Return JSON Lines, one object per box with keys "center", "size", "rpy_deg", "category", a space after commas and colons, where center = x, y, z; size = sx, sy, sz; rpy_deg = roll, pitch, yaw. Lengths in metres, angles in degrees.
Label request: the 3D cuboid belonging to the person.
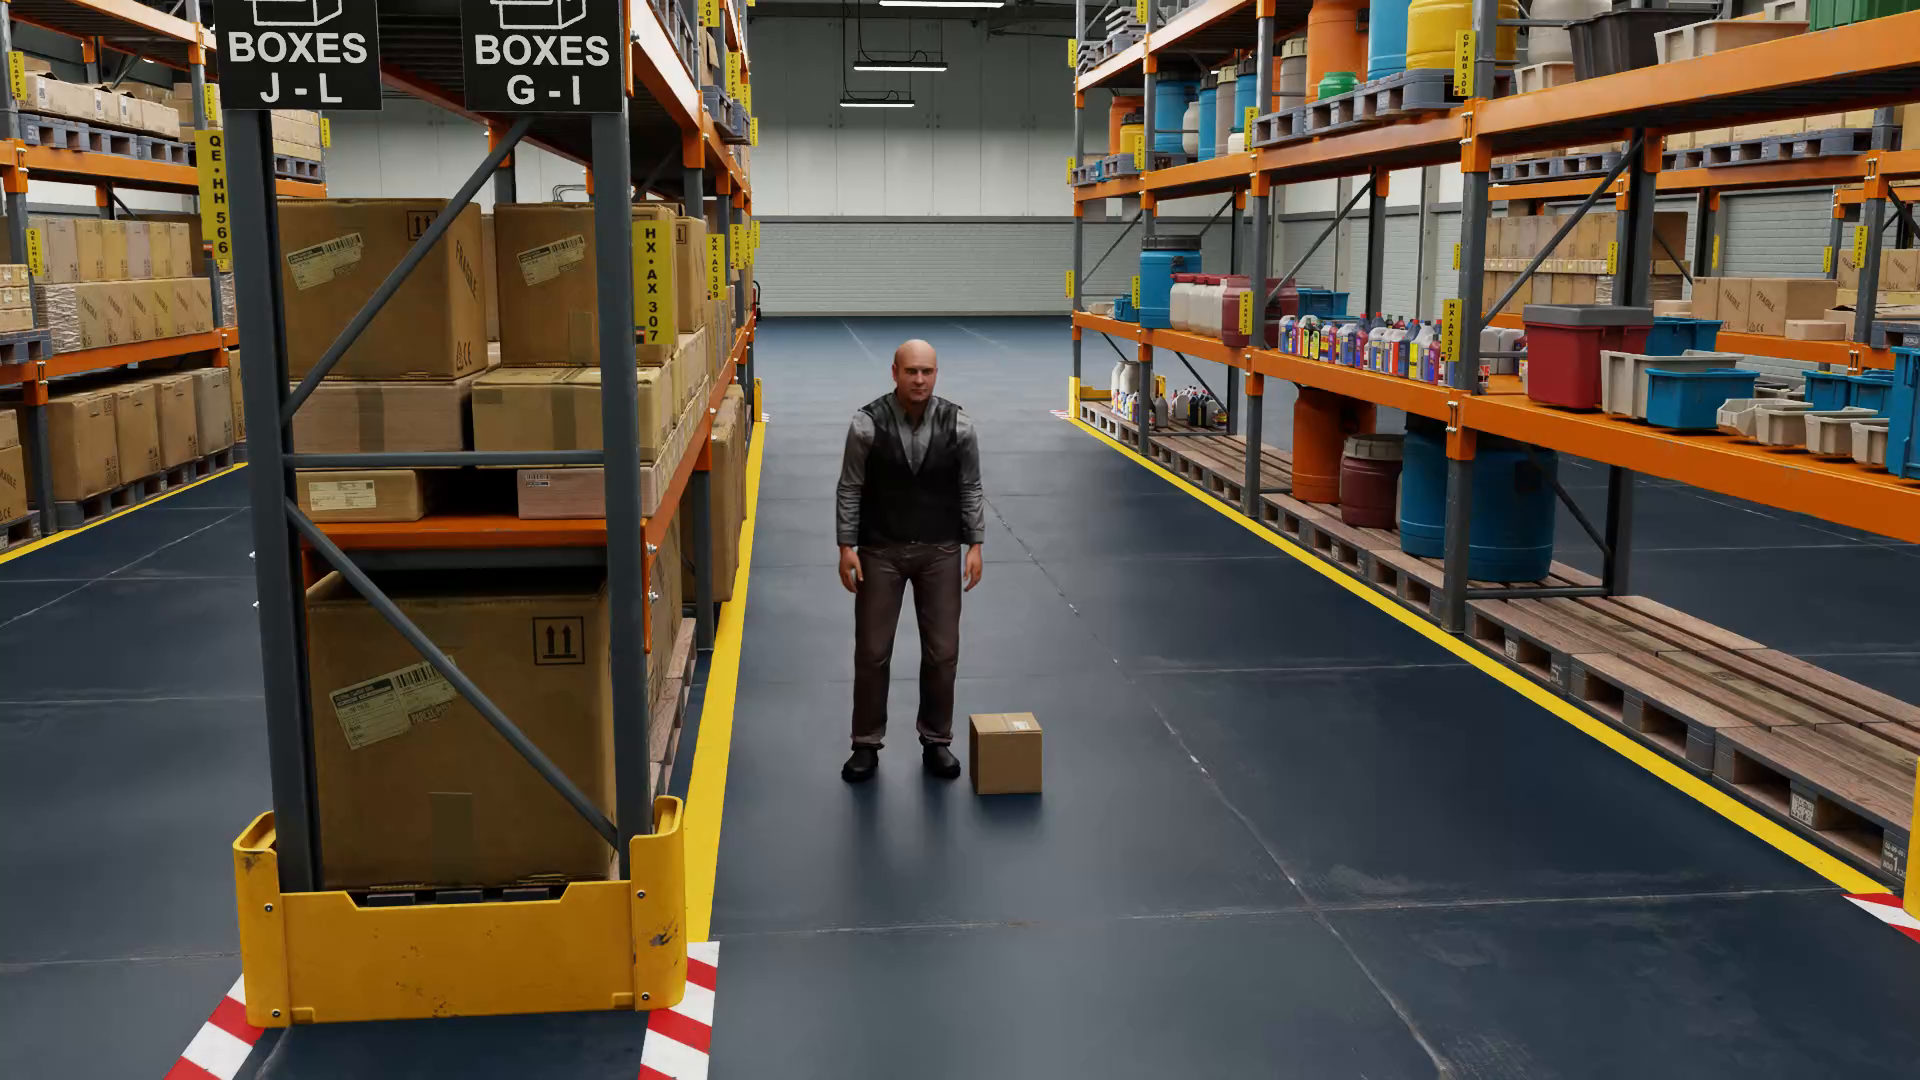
{"center": [-0.197, 0.065, 6.595], "size": [0.589, 1.721, 0.410], "rpy_deg": [-1, 10, -8], "category": "person"}
